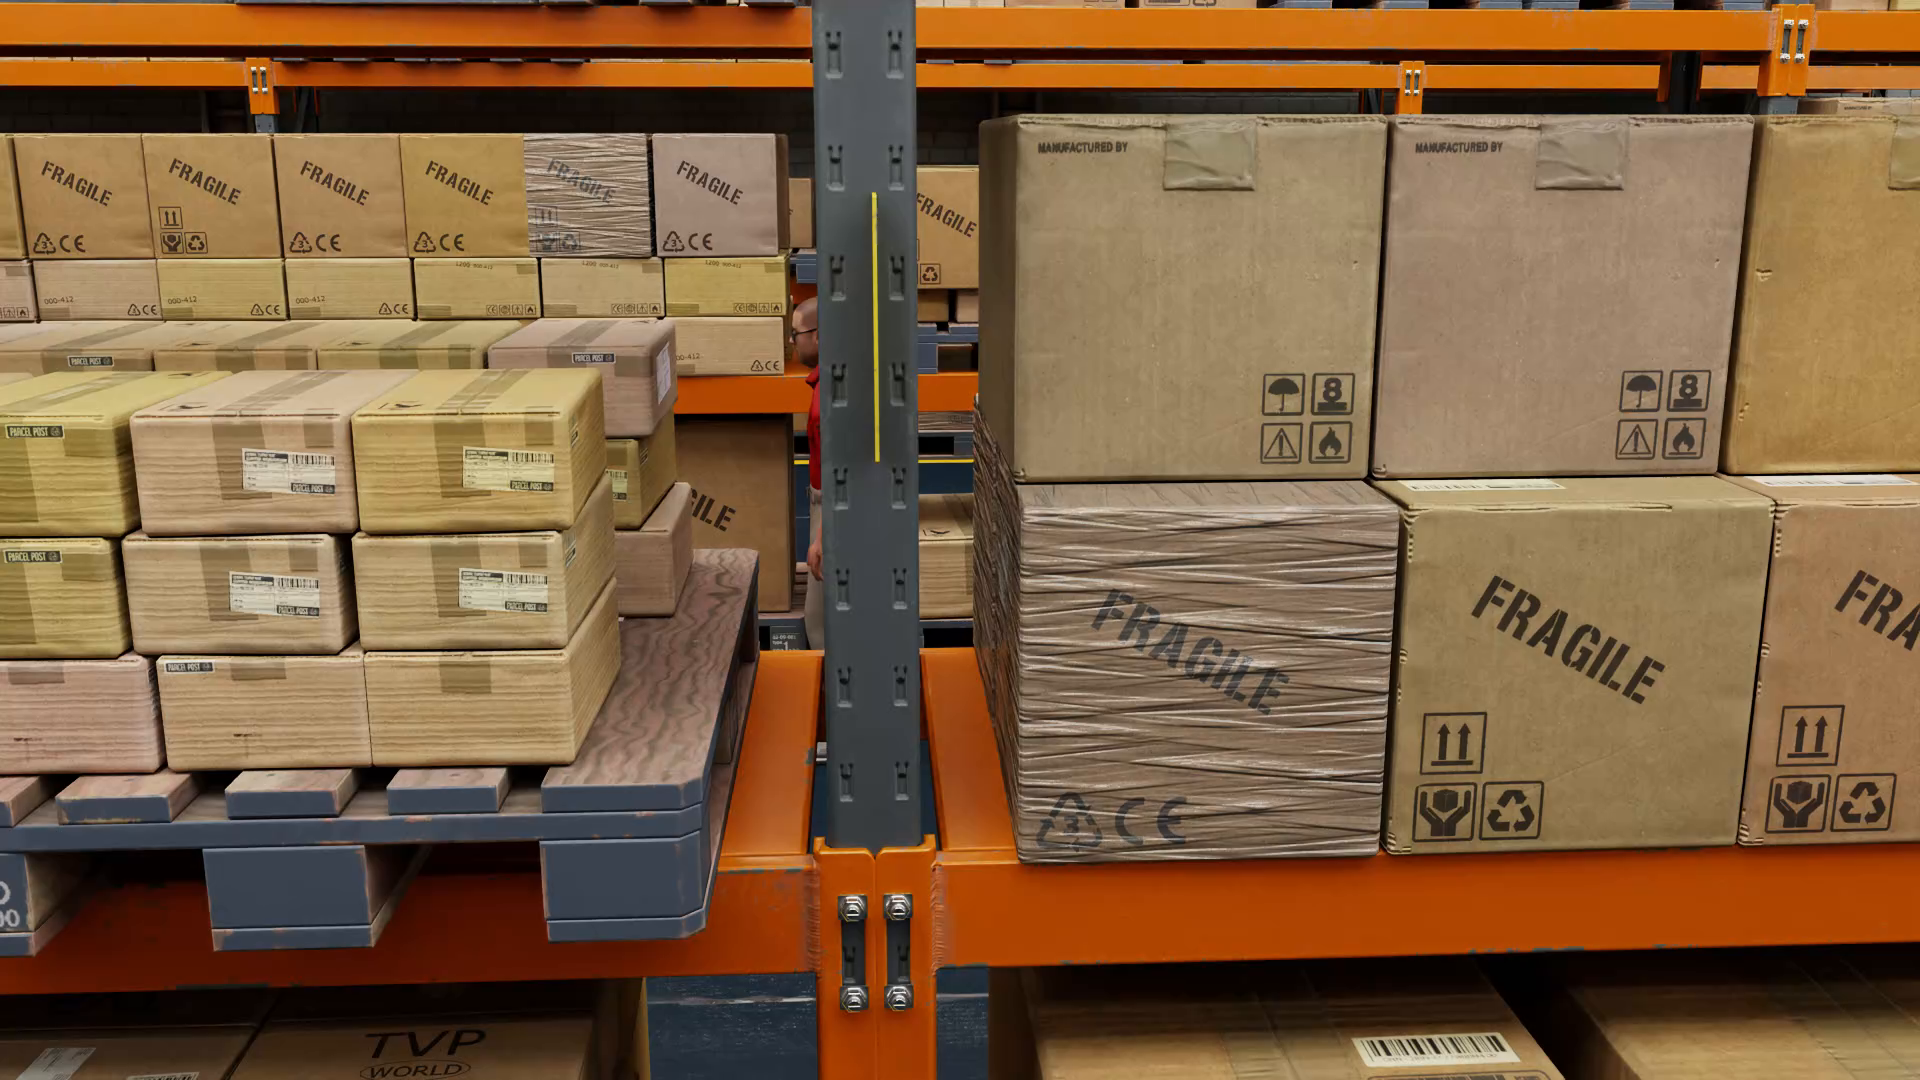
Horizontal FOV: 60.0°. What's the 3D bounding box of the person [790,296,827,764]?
[{"bbox_3d":[-0.438,-0.043,6.201,0.389,1.726,0.587,2,14,8],"label":"person"}]
